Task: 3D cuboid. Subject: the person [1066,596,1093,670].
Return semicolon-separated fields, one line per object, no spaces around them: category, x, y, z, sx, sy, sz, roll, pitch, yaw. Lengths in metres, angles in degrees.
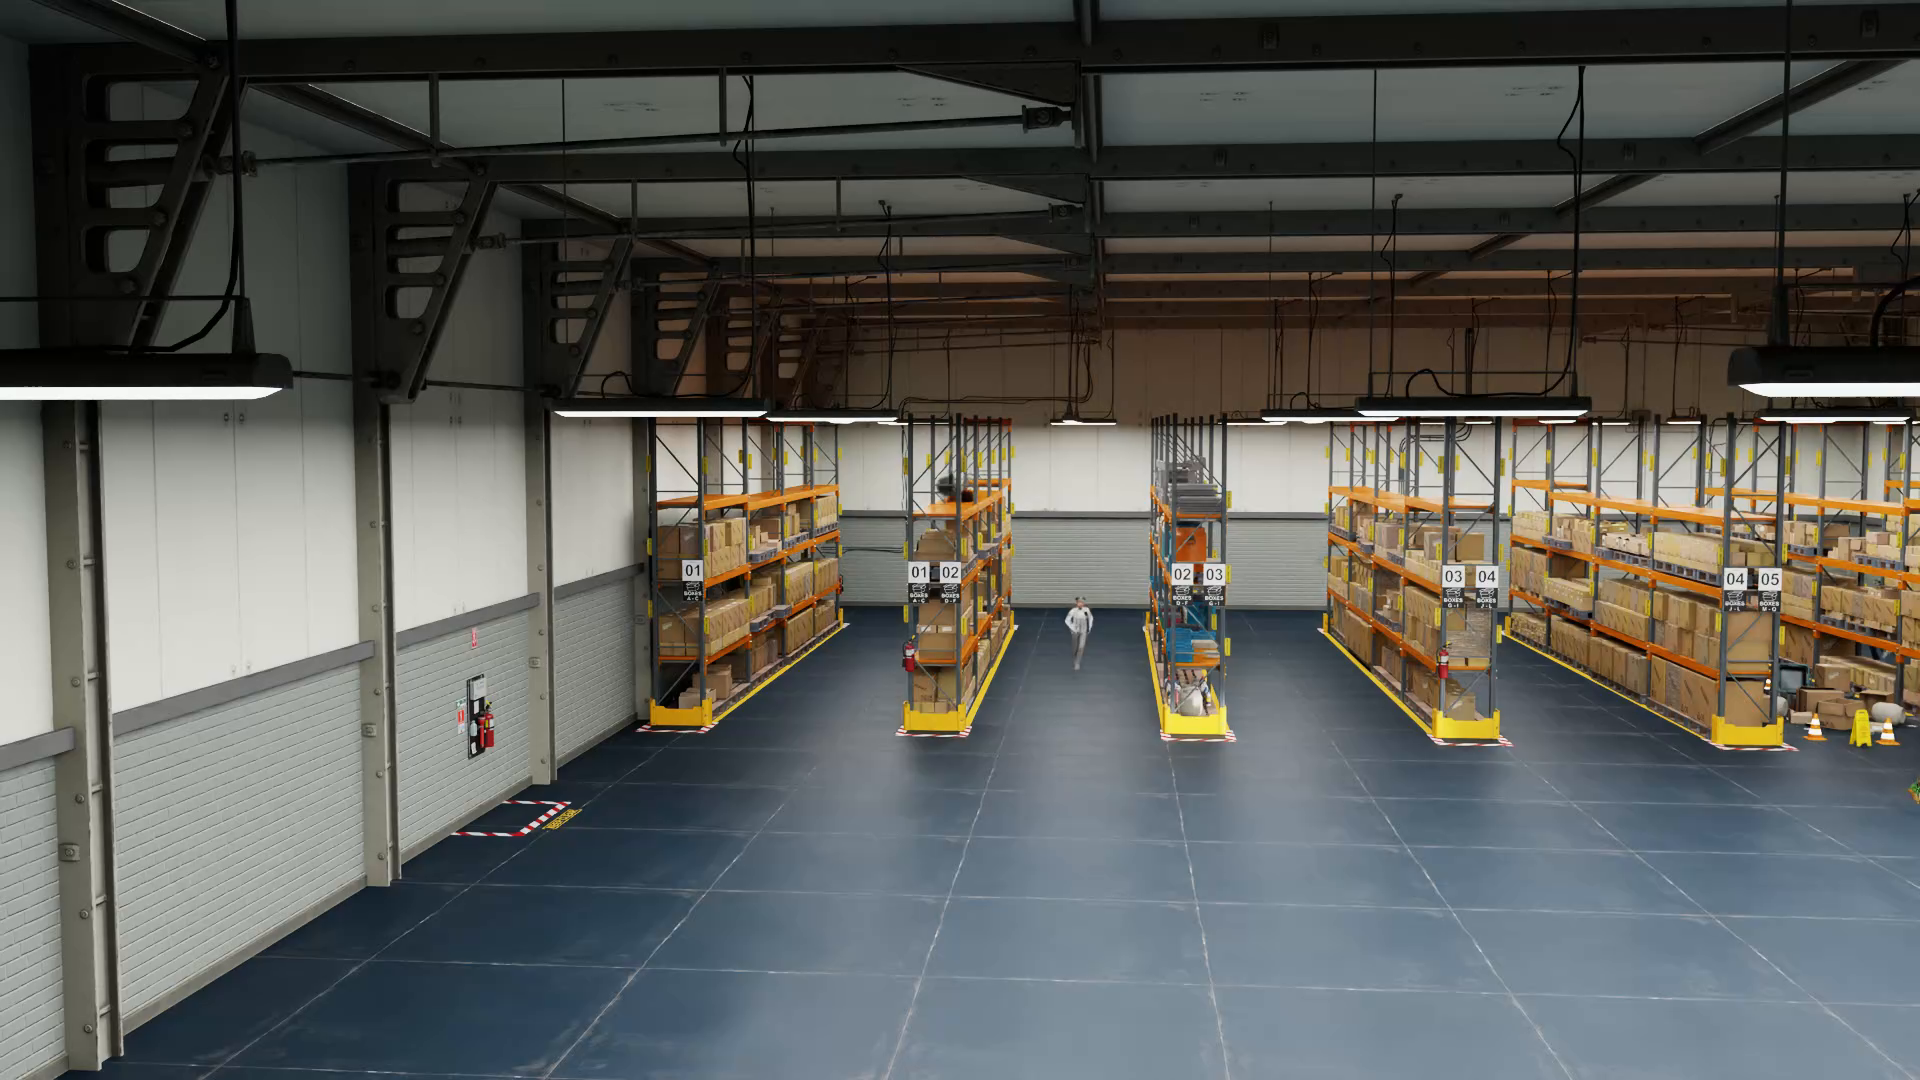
person;2.724;2.095;37.860;0.642;1.650;0.776;0;4;0

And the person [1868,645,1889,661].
person;22.301;2.240;40.409;0.543;1.559;0.544;0;4;-6

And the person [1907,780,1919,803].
person;14.727;3.157;24.752;0.671;1.797;1.001;-3;5;-37
